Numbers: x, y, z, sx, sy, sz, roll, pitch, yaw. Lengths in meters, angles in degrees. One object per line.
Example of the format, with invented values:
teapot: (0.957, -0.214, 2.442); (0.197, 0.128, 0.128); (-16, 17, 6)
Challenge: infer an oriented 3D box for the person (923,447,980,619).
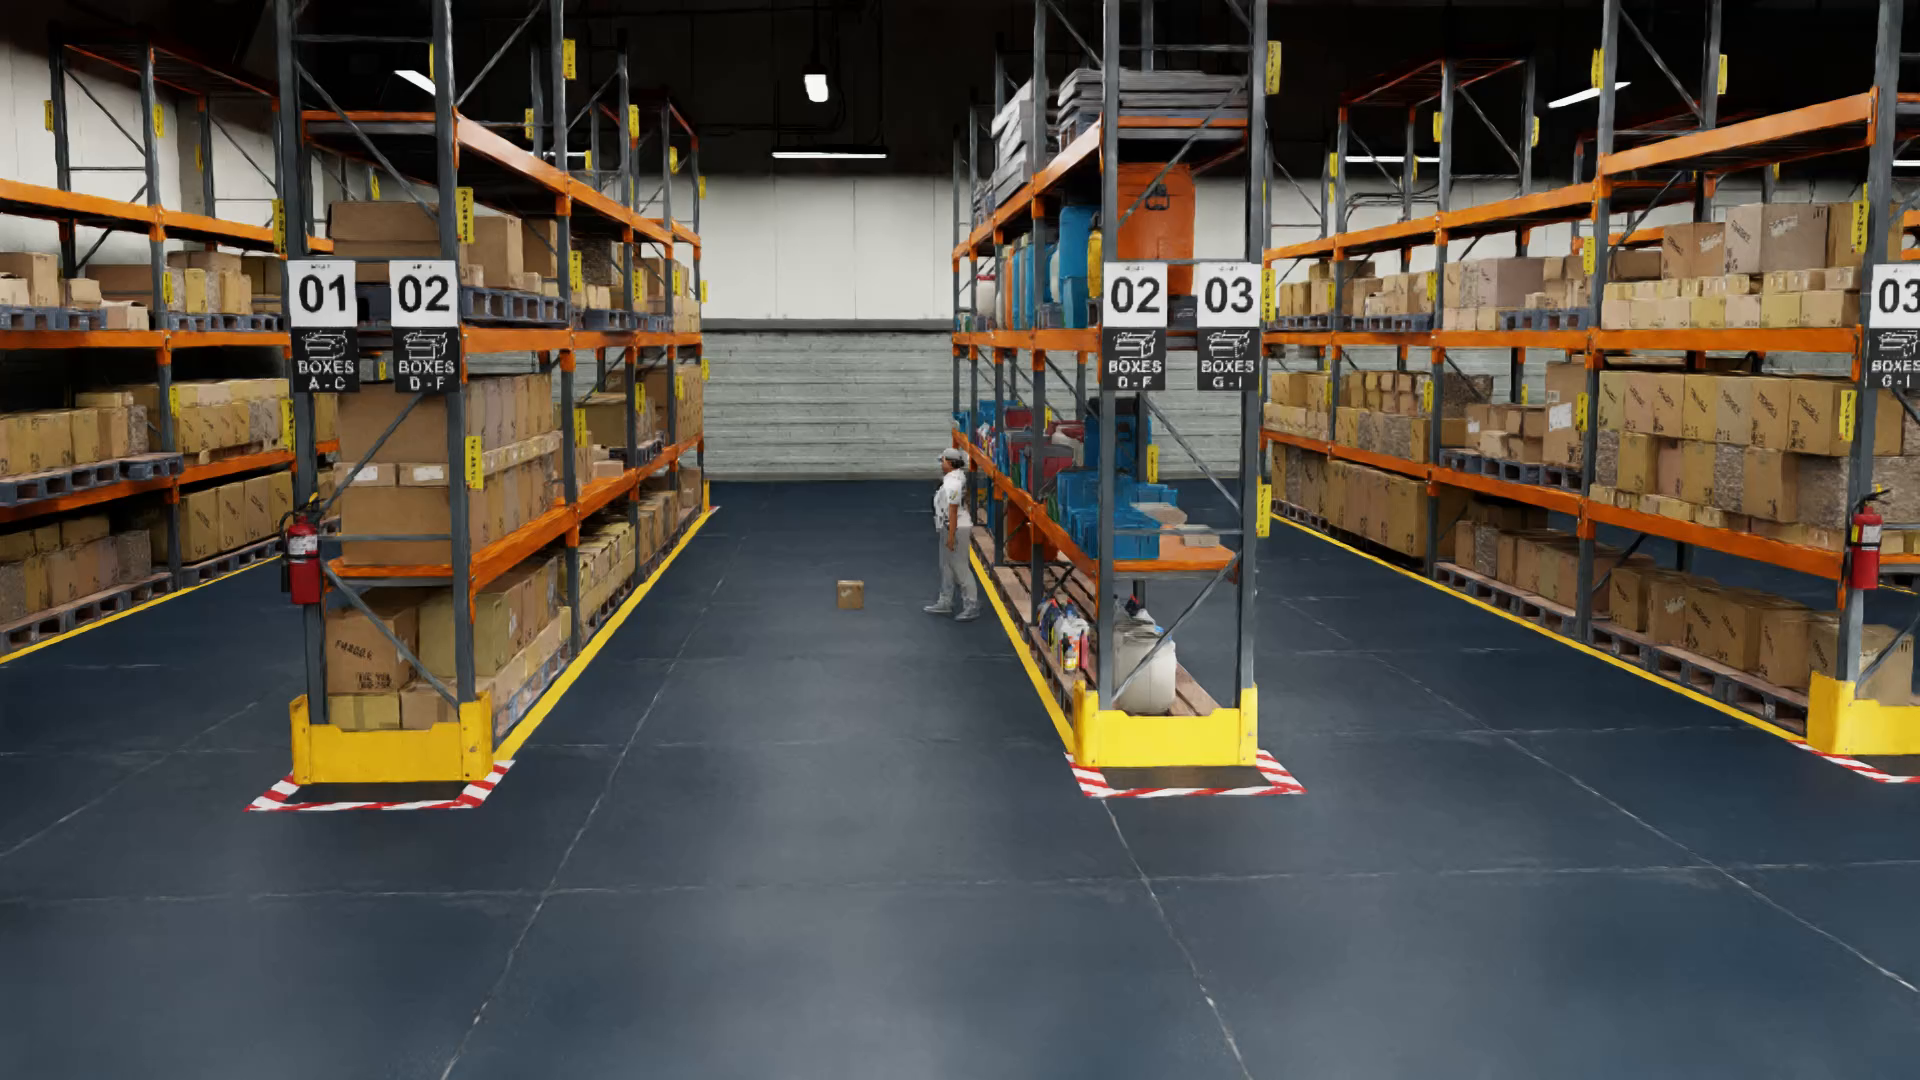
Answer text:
person: (-0.087, -0.086, 16.331); (0.569, 1.652, 0.672); (0, 7, 2)
